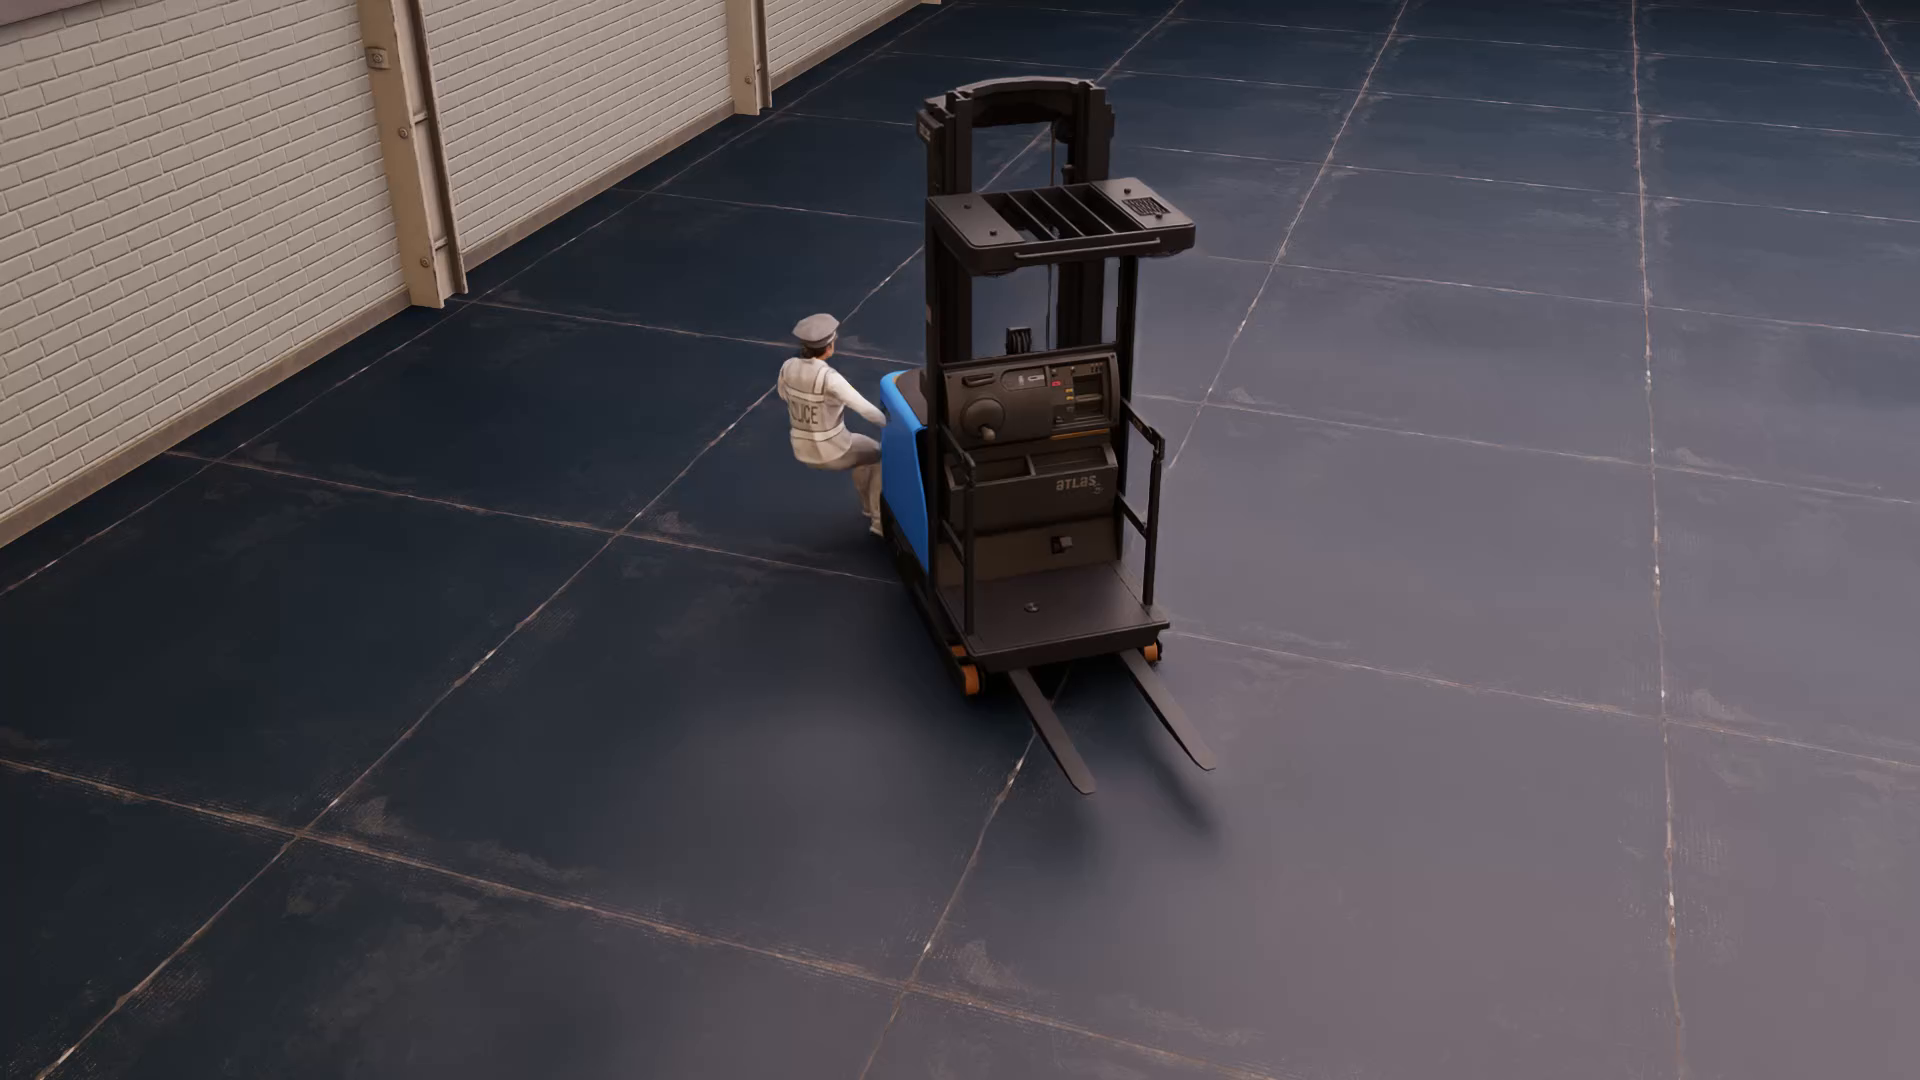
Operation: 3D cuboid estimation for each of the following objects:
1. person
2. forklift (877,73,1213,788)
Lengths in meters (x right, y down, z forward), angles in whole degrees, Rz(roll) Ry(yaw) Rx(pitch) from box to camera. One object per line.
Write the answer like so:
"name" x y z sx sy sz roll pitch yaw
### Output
"person" -0.693 -0.651 9.892 0.738 1.465 0.857 16 33 25
"forklift" 0.424 -0.706 8.375 1.130 2.935 3.031 -9 31 -15
